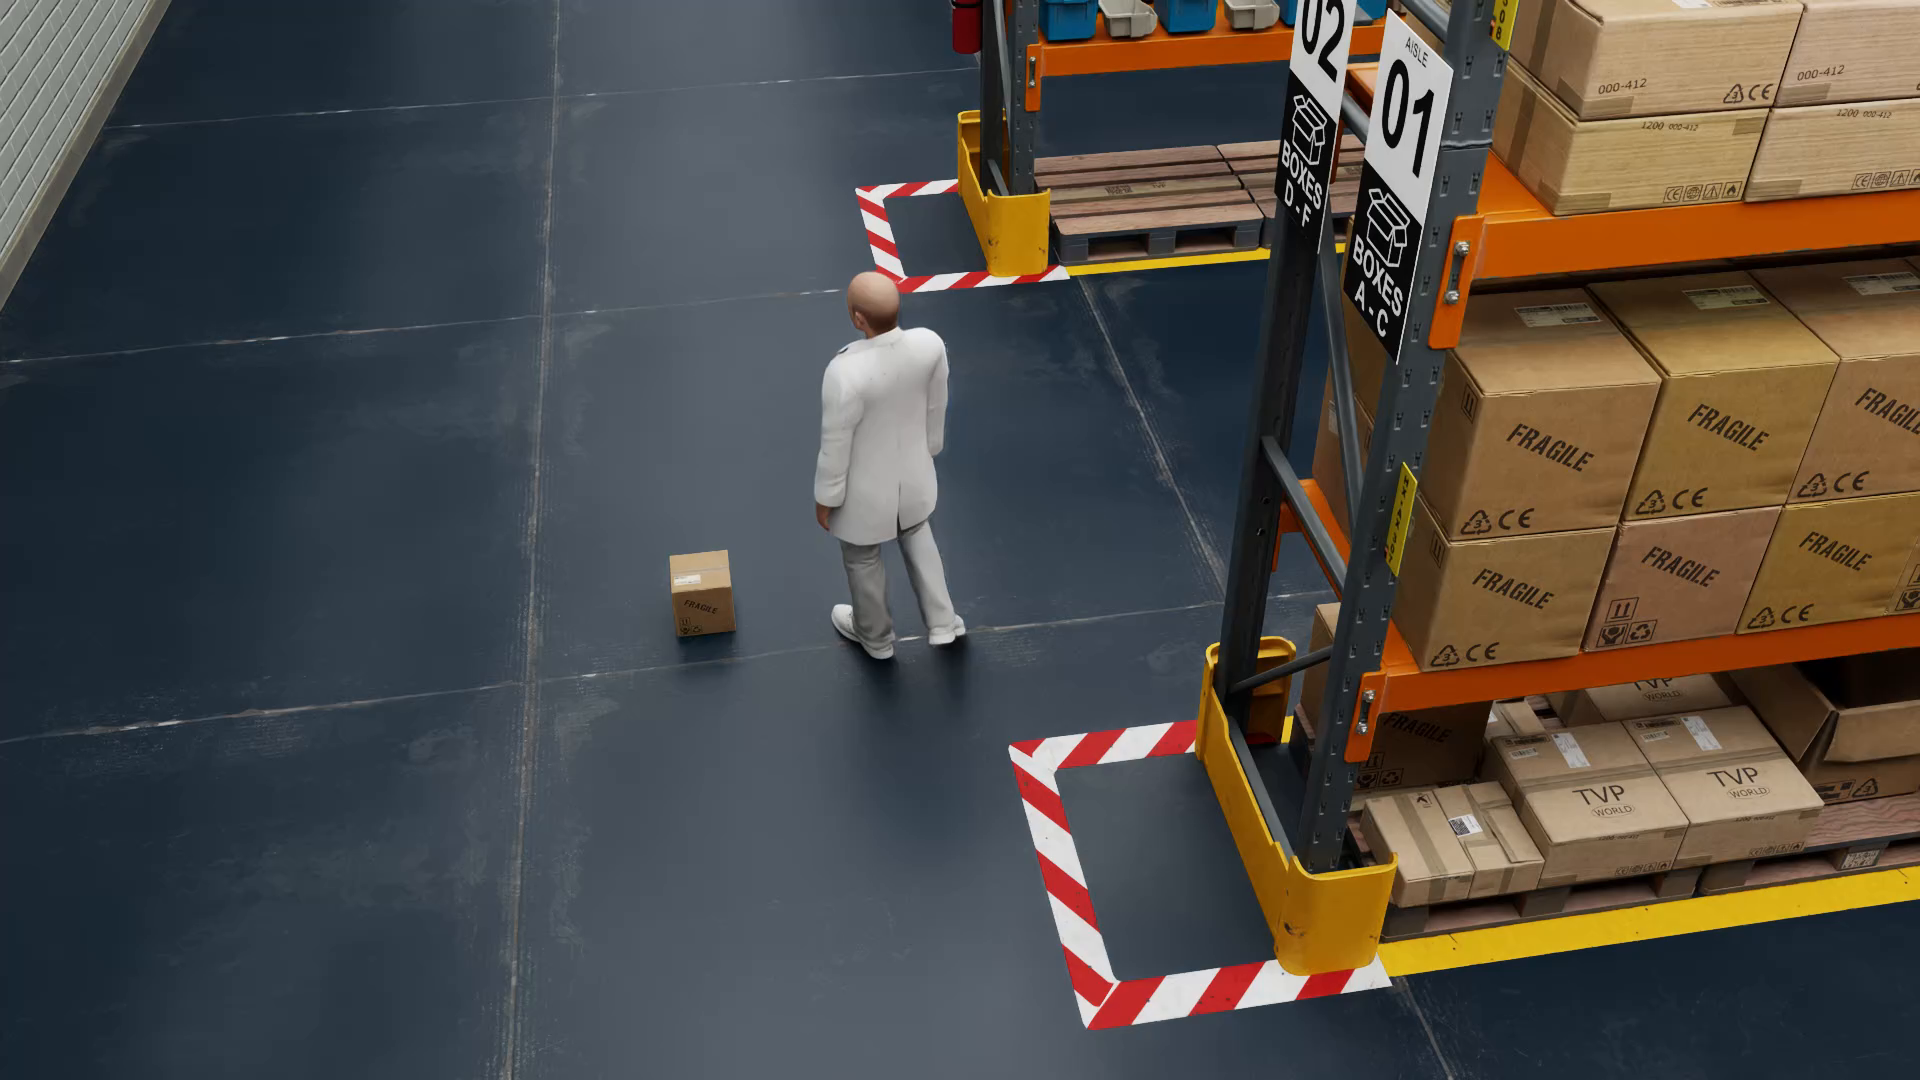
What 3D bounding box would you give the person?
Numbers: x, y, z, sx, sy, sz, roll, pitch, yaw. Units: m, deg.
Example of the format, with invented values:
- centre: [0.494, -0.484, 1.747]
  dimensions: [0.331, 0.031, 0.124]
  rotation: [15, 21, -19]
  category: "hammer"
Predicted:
- centre: [-0.302, -0.252, 6.468]
  dimensions: [0.622, 1.778, 0.602]
  rotation: [-24, 44, -27]
  category: "person"
